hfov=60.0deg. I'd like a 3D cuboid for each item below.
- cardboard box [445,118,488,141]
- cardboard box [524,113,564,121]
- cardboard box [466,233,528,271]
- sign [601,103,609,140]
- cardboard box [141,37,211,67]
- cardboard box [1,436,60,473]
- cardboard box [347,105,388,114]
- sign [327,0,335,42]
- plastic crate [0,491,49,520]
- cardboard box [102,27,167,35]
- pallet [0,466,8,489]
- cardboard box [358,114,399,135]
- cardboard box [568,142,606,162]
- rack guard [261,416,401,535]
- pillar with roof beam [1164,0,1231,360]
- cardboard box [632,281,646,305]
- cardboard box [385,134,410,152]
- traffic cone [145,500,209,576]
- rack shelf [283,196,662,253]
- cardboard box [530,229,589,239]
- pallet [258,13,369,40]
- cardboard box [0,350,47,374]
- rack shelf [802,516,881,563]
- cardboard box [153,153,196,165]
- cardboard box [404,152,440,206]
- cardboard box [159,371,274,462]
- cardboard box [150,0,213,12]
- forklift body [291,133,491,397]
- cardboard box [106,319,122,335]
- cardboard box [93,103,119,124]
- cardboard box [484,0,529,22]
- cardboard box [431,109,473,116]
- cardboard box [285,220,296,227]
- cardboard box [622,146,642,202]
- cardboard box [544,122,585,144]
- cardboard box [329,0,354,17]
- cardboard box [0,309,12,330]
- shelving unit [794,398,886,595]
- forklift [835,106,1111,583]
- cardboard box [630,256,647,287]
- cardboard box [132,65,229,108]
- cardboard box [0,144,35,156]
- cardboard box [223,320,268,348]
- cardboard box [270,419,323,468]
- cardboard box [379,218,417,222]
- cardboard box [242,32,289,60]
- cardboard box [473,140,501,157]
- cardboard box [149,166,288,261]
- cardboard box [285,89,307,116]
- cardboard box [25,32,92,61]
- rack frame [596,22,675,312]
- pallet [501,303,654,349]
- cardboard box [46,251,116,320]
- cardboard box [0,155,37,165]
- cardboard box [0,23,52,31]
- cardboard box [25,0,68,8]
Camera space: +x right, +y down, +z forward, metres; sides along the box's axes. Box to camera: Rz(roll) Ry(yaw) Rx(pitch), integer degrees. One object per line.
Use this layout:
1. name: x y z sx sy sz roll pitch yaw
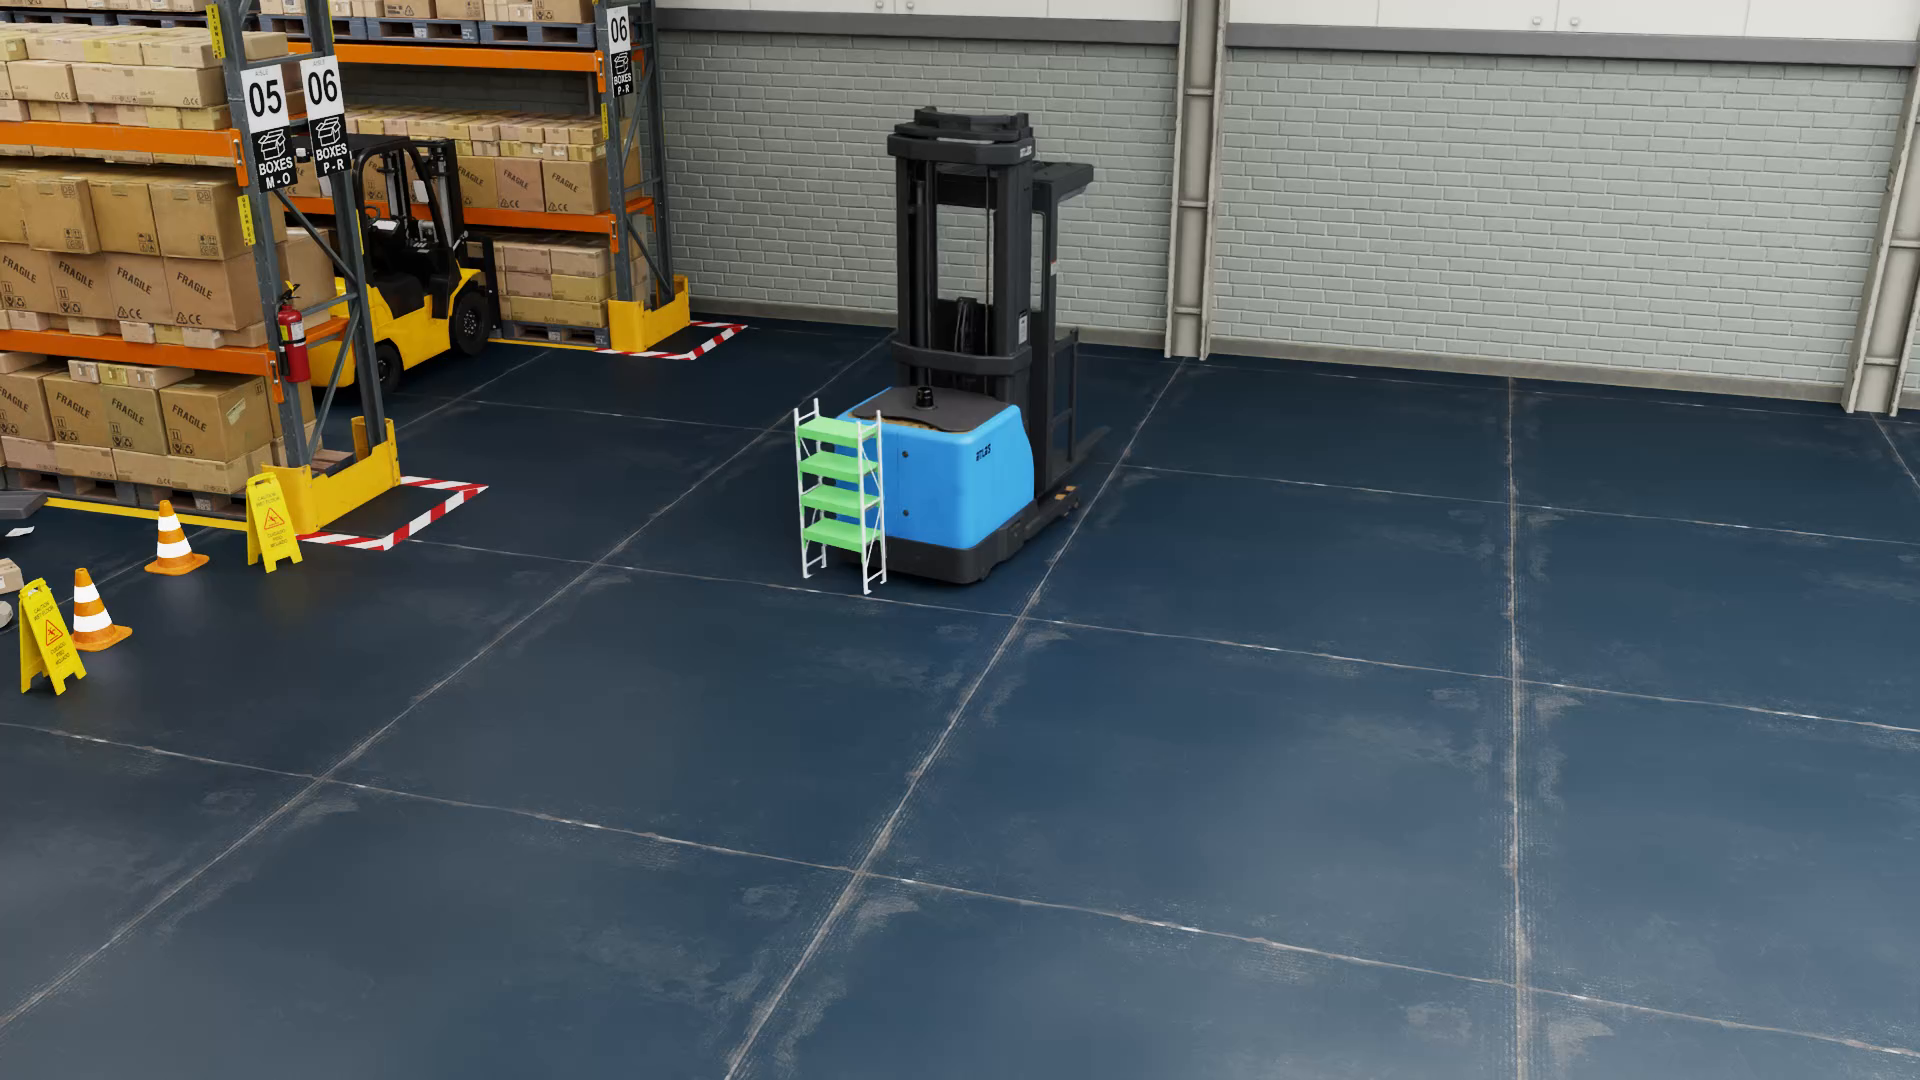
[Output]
1. cardboard box: -4.786 -3.995 16.178 0.250 0.149 0.380 7 23 17
2. cardboard box: -4.122 -4.141 16.533 0.250 0.149 0.380 7 23 16
3. cardboard box: -4.639 -2.872 16.572 0.500 0.250 0.500 7 23 16
4. sign: -3.302 -3.894 15.474 0.005 0.325 0.100 7 23 16
5. cardboard box: -5.207 -3.254 11.077 0.250 0.149 0.380 7 23 16
6. cardboard box: -6.881 -0.727 12.660 0.500 0.250 0.500 6 23 15
7. cardboard box: -6.082 -4.375 17.106 0.250 0.149 0.380 6 23 15
8. sign: -4.405 -3.630 11.564 0.005 0.325 0.100 7 23 16
9. plastic crate: -7.125 -0.259 12.295 0.583 0.080 0.402 -1 22 -3
10. cardboard box: -5.794 -3.513 11.710 0.250 0.149 0.380 6 23 15
11. pallet: -7.738 -0.729 13.268 1.213 0.211 1.003 7 23 16
12. cardboard box: -5.745 -4.120 16.483 0.250 0.149 0.380 6 23 15
13. cardboard box: -3.544 -3.727 15.918 0.250 0.149 0.380 7 23 16
14. rack guard: -4.634 -0.493 12.313 0.348 0.500 1.175 7 23 16
15. pillar with roof beam: 0.963 -4.402 10.645 0.400 9.000 9.100 7 23 16
16. cardboard box: -3.545 -2.492 16.962 0.500 0.250 0.500 7 23 16
17. cardboard box: -5.515 -3.948 16.457 0.250 0.149 0.380 6 23 14
18. traffic cone: -5.346 -0.046 11.272 0.334 0.463 0.336 7 23 16
19. rack shelf: -5.046 -3.331 16.887 4.000 0.370 1.077 7 23 16
20. cardboard box: -4.016 -3.004 16.894 0.500 0.250 0.500 7 23 16
21. pallet: -6.137 -5.146 16.527 1.213 0.211 1.003 7 23 16
22. cardboard box: -7.051 -1.366 12.375 0.250 0.149 0.380 8 24 19
23. rack shelf: -0.775 -0.005 10.992 0.480 0.148 0.258 13 27 29
24. cardboard box: -8.000 -4.060 17.254 0.500 0.250 0.500 6 23 14
25. cardboard box: -5.148 -3.617 16.504 0.500 0.500 0.500 7 23 16
26. cardboard box: -5.404 -0.903 12.101 0.500 0.500 0.500 7 23 16
27. cardboard box: -7.724 -5.461 16.611 0.500 0.311 0.500 6 23 14
28. forklift body: -5.474 -2.597 15.268 1.214 2.155 2.313 7 23 16
29. cardboard box: -5.955 -1.608 12.068 0.250 0.149 0.380 7 23 16
30. cardboard box: -5.700 -2.959 11.409 0.250 0.149 0.380 7 23 16
31. cardboard box: -4.255 -5.019 15.593 0.258 0.266 0.396 7 23 16
32. cardboard box: -5.118 -4.251 16.802 0.250 0.149 0.380 7 23 17
33. cardboard box: -7.464 -3.032 17.785 0.625 0.625 0.875 8 24 18
34. cardboard box: -3.526 -3.646 16.575 0.500 0.500 0.500 7 23 17
35. cardboard box: -3.780 -3.907 15.964 0.250 0.149 0.380 7 23 16
36. cardboard box: -5.883 -5.152 16.070 0.250 0.149 0.380 7 23 17
37. cardboard box: -6.960 -1.669 12.216 0.250 0.149 0.380 7 23 16
38. shelving unit: -0.779 -0.283 10.870 0.503 1.200 0.258 13 27 29
39. forklift: 0.255 -1.594 11.793 1.130 2.935 3.031 10 25 24
40. cardboard box: -3.522 -2.725 16.872 0.500 0.250 0.500 7 23 16
41. cardboard box: -5.129 -3.055 11.119 0.500 0.250 0.500 6 23 15
42. cardboard box: -9.957 -4.291 17.817 0.500 0.250 0.500 7 23 17
43. cardboard box: -4.982 -1.488 11.776 0.250 0.149 0.380 7 23 17
44. cardboard box: -5.254 -0.752 12.721 0.500 0.250 0.500 6 23 15
45. cardboard box: -5.945 -3.234 17.455 0.500 0.250 0.500 6 23 15
46. cardboard box: -4.843 -3.395 11.421 0.250 0.149 0.380 6 23 15
47. cardboard box: -4.532 -3.839 16.189 0.250 0.149 0.380 6 23 14
48. cardboard box: -5.114 -2.264 11.496 0.500 0.500 0.700 6 23 14
49. cardboard box: -4.785 -3.067 11.673 0.250 0.149 0.380 7 23 16
50. cardboard box: -6.159 -3.389 11.407 0.250 0.149 0.380 6 23 14
51. rack frame: -3.131 -3.445 16.216 0.127 3.000 1.000 7 23 16
52. pallet: -3.876 -2.223 16.912 1.213 0.211 1.003 7 23 16
53. cardboard box: -6.117 -1.897 11.918 0.500 0.500 0.500 6 23 15
54. cardboard box: -7.077 -2.470 11.998 0.500 0.500 0.700 6 23 14
55. cardboard box: -6.763 -3.647 12.036 0.250 0.149 0.380 7 23 16
56. cardboard box: -9.193 -5.717 16.985 0.500 0.500 0.500 7 23 17
